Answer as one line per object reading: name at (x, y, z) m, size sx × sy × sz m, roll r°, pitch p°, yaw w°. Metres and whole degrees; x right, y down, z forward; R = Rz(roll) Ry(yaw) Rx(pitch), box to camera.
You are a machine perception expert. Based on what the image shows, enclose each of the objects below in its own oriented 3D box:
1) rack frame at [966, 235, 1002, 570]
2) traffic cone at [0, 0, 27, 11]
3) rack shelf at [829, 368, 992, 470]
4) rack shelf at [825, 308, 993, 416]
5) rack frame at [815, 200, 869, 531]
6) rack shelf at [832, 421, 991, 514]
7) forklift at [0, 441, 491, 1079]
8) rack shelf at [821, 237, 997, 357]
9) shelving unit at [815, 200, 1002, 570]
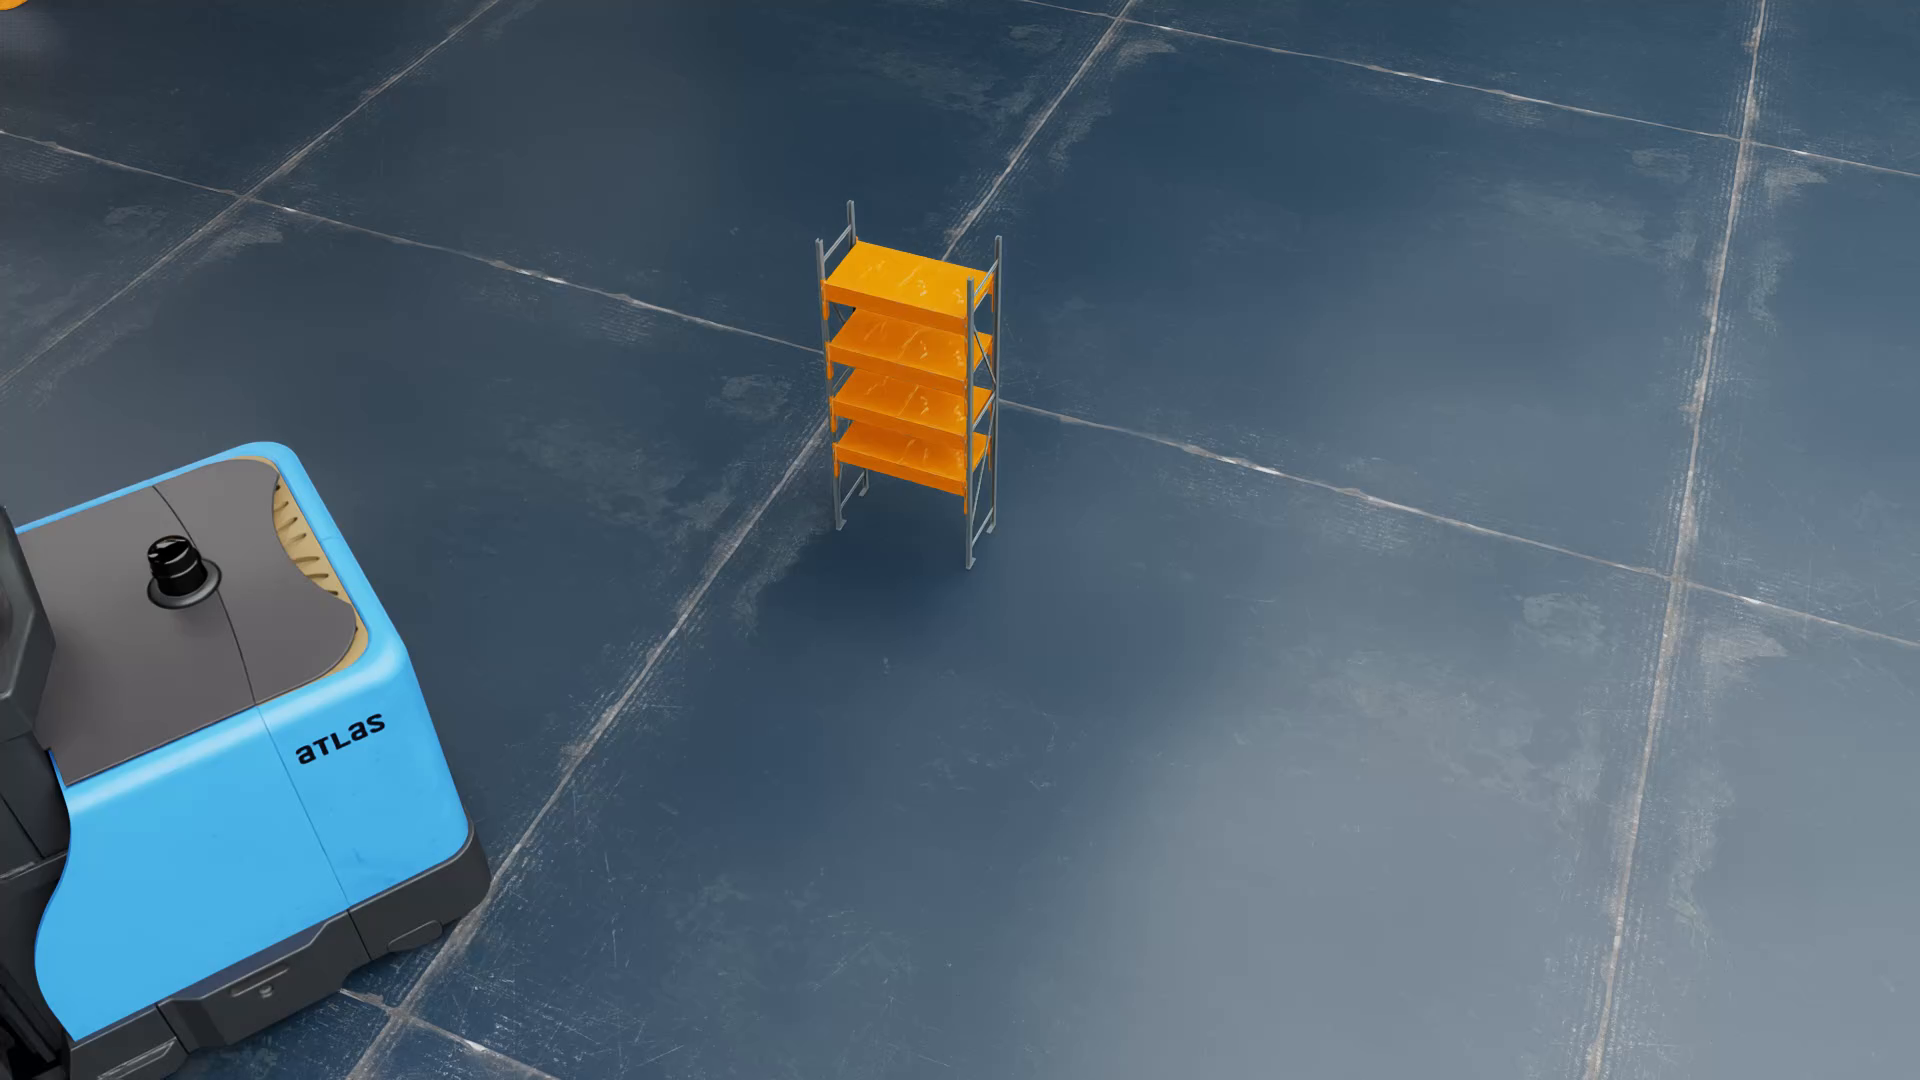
rack frame at (0.072, -0.404, 5.305) m, size 0.015 × 1.200 × 0.240 m, roll 16°, pitch 47°, yaw 16°
traffic cone at (-4.929, -2.992, 8.429) m, size 0.334 × 0.463 × 0.336 m, roll 16°, pitch 47°, yaw 16°
rack shelf at (-0.153, -0.423, 5.419) m, size 0.480 × 0.148 × 0.258 m, roll 16°, pitch 47°, yaw 16°
rack shelf at (-0.153, -0.581, 5.262) m, size 0.480 × 0.148 × 0.258 m, roll 16°, pitch 47°, yaw 16°
rack frame at (-0.378, -0.537, 5.439) m, size 0.015 × 1.200 × 0.240 m, roll 16°, pitch 47°, yaw 16°
rack shelf at (-0.153, -0.282, 5.559) m, size 0.480 × 0.148 × 0.258 m, roll 16°, pitch 47°, yaw 16°
forklift at (-2.829, 0.288, 3.383) m, size 3.031 × 2.935 × 1.130 m, roll -25°, pitch 50°, yaw -23°
rack shelf at (-0.153, -0.749, 5.095) m, size 0.480 × 0.148 × 0.258 m, roll 16°, pitch 47°, yaw 16°
shelving unit at (-0.153, -0.470, 5.372) m, size 0.503 × 1.200 × 0.258 m, roll 16°, pitch 47°, yaw 16°
